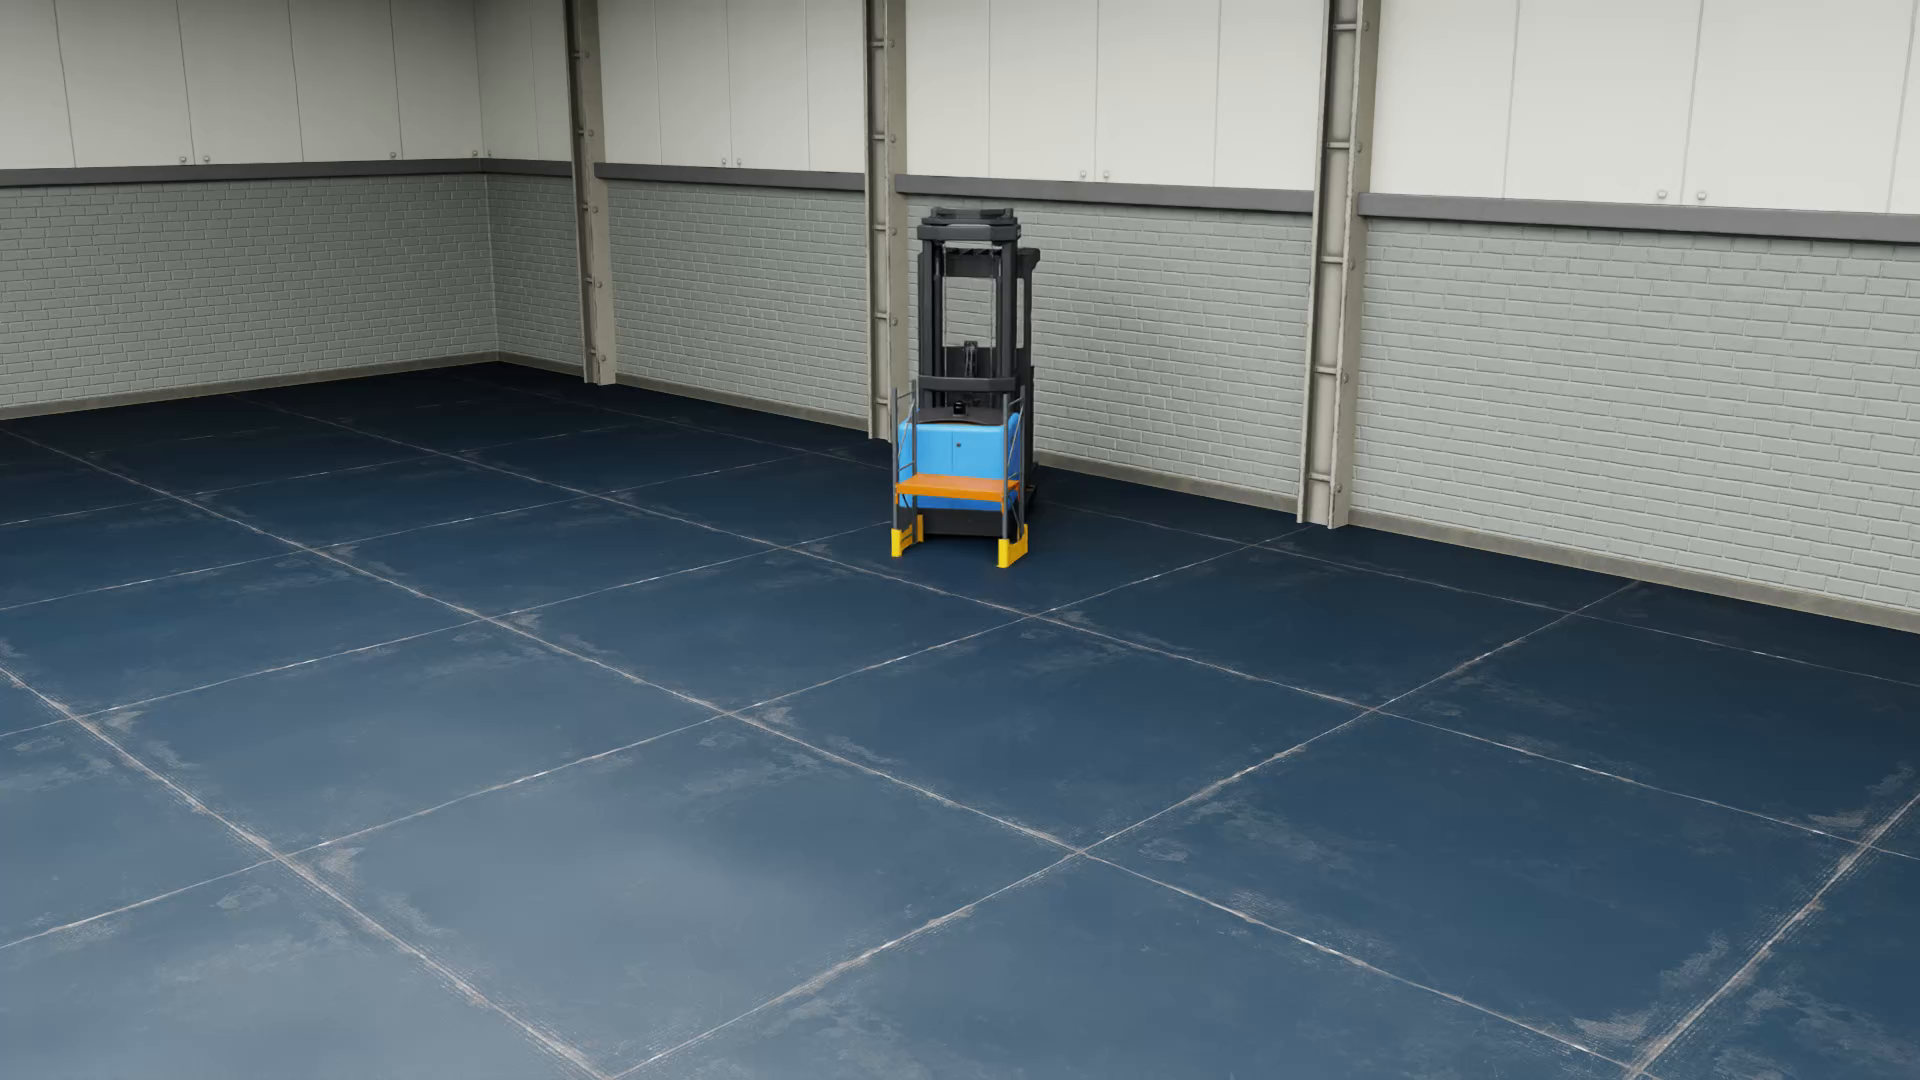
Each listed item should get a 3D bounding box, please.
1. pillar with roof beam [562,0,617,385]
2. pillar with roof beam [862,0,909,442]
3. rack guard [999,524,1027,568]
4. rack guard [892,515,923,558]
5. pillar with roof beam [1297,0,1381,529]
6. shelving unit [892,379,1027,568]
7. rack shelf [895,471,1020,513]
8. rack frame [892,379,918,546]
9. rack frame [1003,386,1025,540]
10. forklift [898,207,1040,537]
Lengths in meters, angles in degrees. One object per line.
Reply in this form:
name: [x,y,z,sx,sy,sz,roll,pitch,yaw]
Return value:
pillar with roof beam: [-8.159,-5.839,19.812,0.400,9.000,9.100,14,20,42]
pillar with roof beam: [-3.840,-4.789,15.782,0.400,9.000,9.100,14,20,42]
rack guard: [0.466,0.049,14.566,0.087,0.250,0.587,5,16,19]
rack guard: [-0.469,-0.037,14.897,0.087,0.250,0.587,5,16,19]
pillar with roof beam: [0.479,-3.739,11.752,0.400,9.000,9.100,14,20,42]
shelving unit: [-0.001,-0.599,14.574,1.083,1.500,0.587,5,16,19]
rack shelf: [-0.010,-0.426,14.622,1.000,0.185,0.538,5,16,19]
rack frame: [-0.487,-0.644,14.746,0.032,1.500,0.500,5,16,19]
rack frame: [0.468,-0.556,14.408,0.032,1.500,0.500,5,16,19]
forklift: [0.181,-1.772,16.238,1.130,2.935,3.031,2,15,9]
